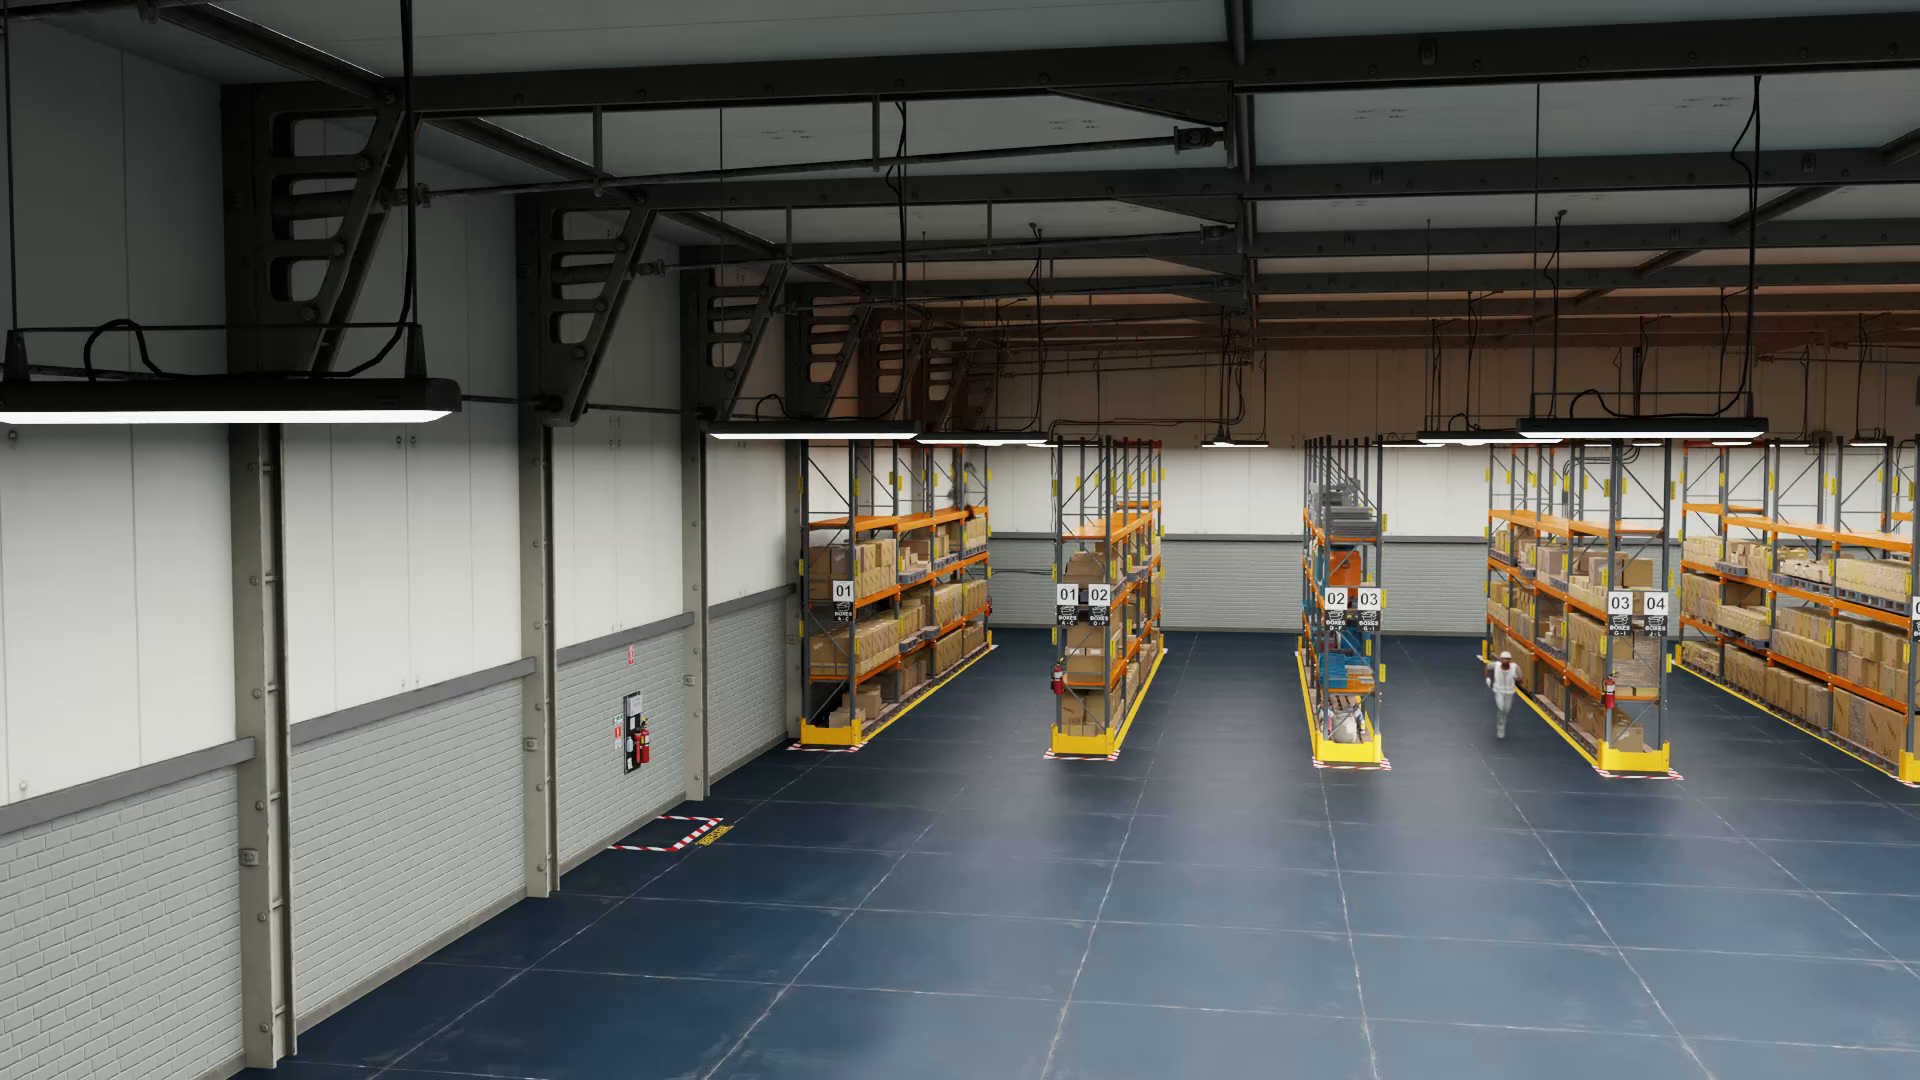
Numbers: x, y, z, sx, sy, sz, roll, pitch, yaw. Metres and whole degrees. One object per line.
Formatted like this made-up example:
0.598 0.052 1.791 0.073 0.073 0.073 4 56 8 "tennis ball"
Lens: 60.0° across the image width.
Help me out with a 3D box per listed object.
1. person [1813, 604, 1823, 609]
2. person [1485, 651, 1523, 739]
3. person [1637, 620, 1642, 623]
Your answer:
23.267 2.482 45.165 0.688 1.623 0.505 0 3 8 "person"
10.814 3.059 33.080 0.668 1.745 0.941 0 3 5 "person"
18.321 2.421 45.141 0.698 1.777 0.835 2 4 30 "person"
